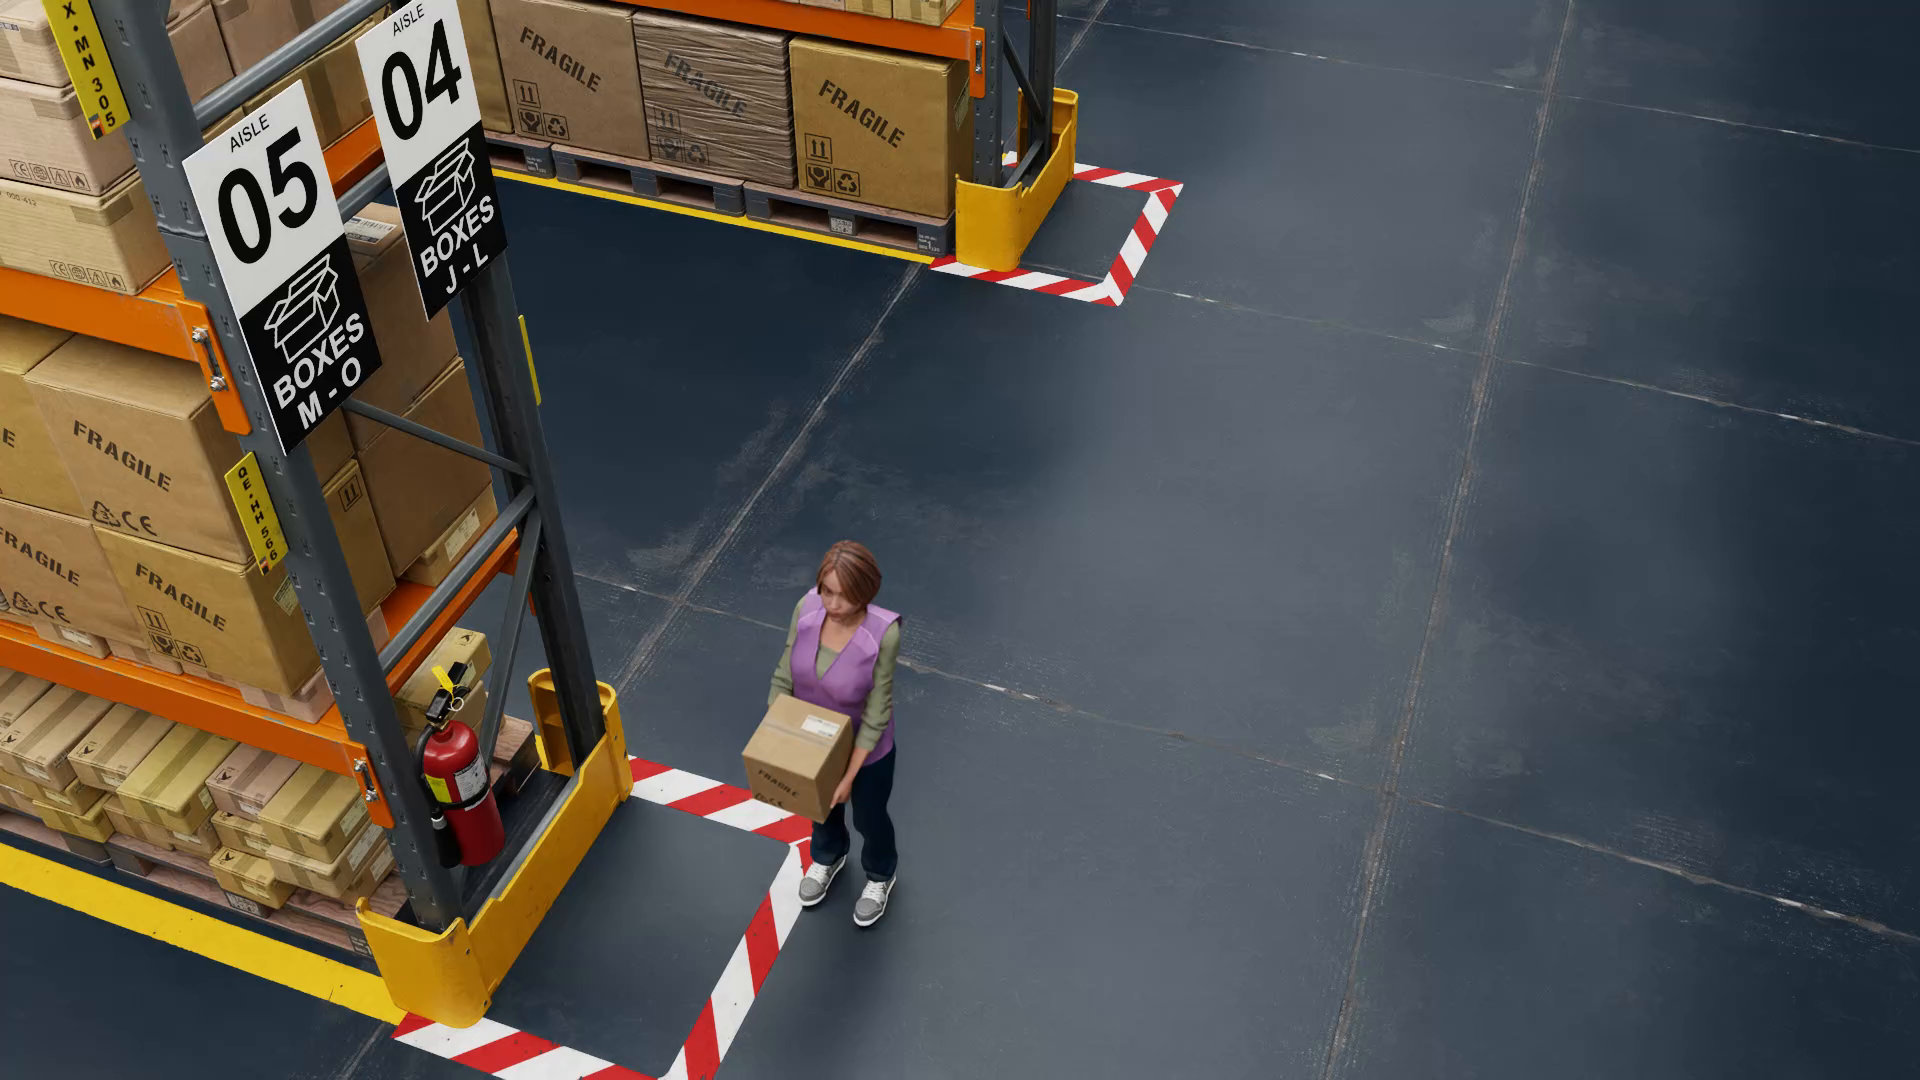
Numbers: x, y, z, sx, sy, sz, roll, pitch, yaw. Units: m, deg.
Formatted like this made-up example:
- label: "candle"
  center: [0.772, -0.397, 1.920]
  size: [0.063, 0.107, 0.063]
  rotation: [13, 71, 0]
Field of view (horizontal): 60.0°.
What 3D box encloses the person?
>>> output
- label: "person"
  center: [-0.412, 0.700, 5.397]
  size: [0.406, 1.588, 0.500]
  rotation: [17, 45, 18]
